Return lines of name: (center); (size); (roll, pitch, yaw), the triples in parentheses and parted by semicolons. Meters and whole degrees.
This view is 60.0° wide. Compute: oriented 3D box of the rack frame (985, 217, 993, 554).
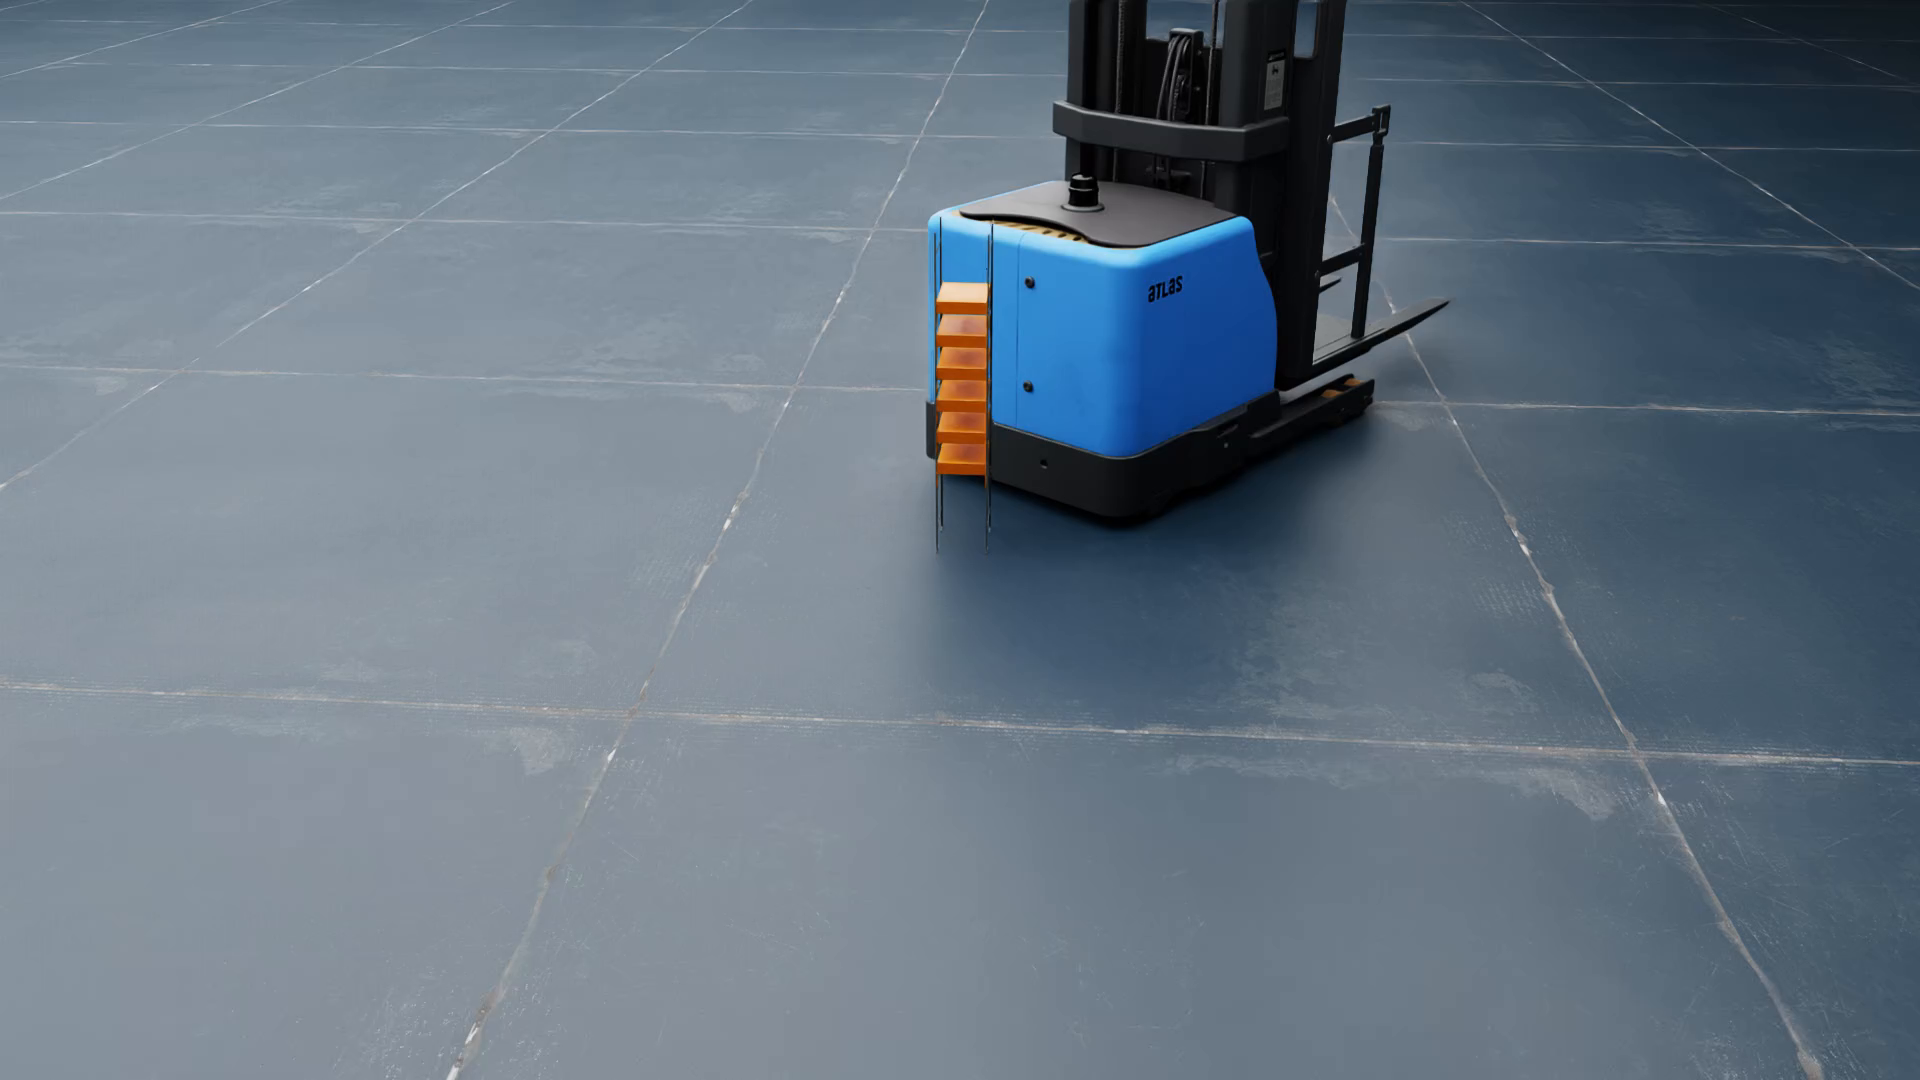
rack frame: (0.106, -0.542, 5.992); (0.006, 1.200, 0.240); (2, 25, 4)

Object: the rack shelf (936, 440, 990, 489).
rack shelf: (0.014, -0.286, 6.117); (0.180, 0.103, 0.258); (2, 25, 4)

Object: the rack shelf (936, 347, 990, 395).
rack shelf: (0.014, -0.613, 5.967); (0.180, 0.103, 0.258); (2, 25, 4)

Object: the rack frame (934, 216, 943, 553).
rack frame: (-0.077, -0.548, 6.005); (0.006, 1.200, 0.240); (2, 25, 4)

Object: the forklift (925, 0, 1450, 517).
forklift: (1.208, -1.952, 6.986); (1.130, 2.935, 3.031); (20, 31, 37)

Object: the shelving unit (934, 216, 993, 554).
shelving unit: (0.014, -0.545, 5.998); (0.189, 1.200, 0.258); (2, 25, 4)

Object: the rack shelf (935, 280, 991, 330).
rack shelf: (0.014, -0.831, 5.866); (0.180, 0.103, 0.258); (2, 25, 4)

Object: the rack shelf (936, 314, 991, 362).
rack shelf: (0.014, -0.722, 5.916); (0.180, 0.103, 0.258); (2, 25, 4)

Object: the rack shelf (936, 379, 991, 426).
rack shelf: (0.014, -0.504, 6.017); (0.180, 0.103, 0.258); (2, 25, 4)

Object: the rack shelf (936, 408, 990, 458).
rack shelf: (0.014, -0.395, 6.067); (0.180, 0.103, 0.258); (2, 25, 4)
